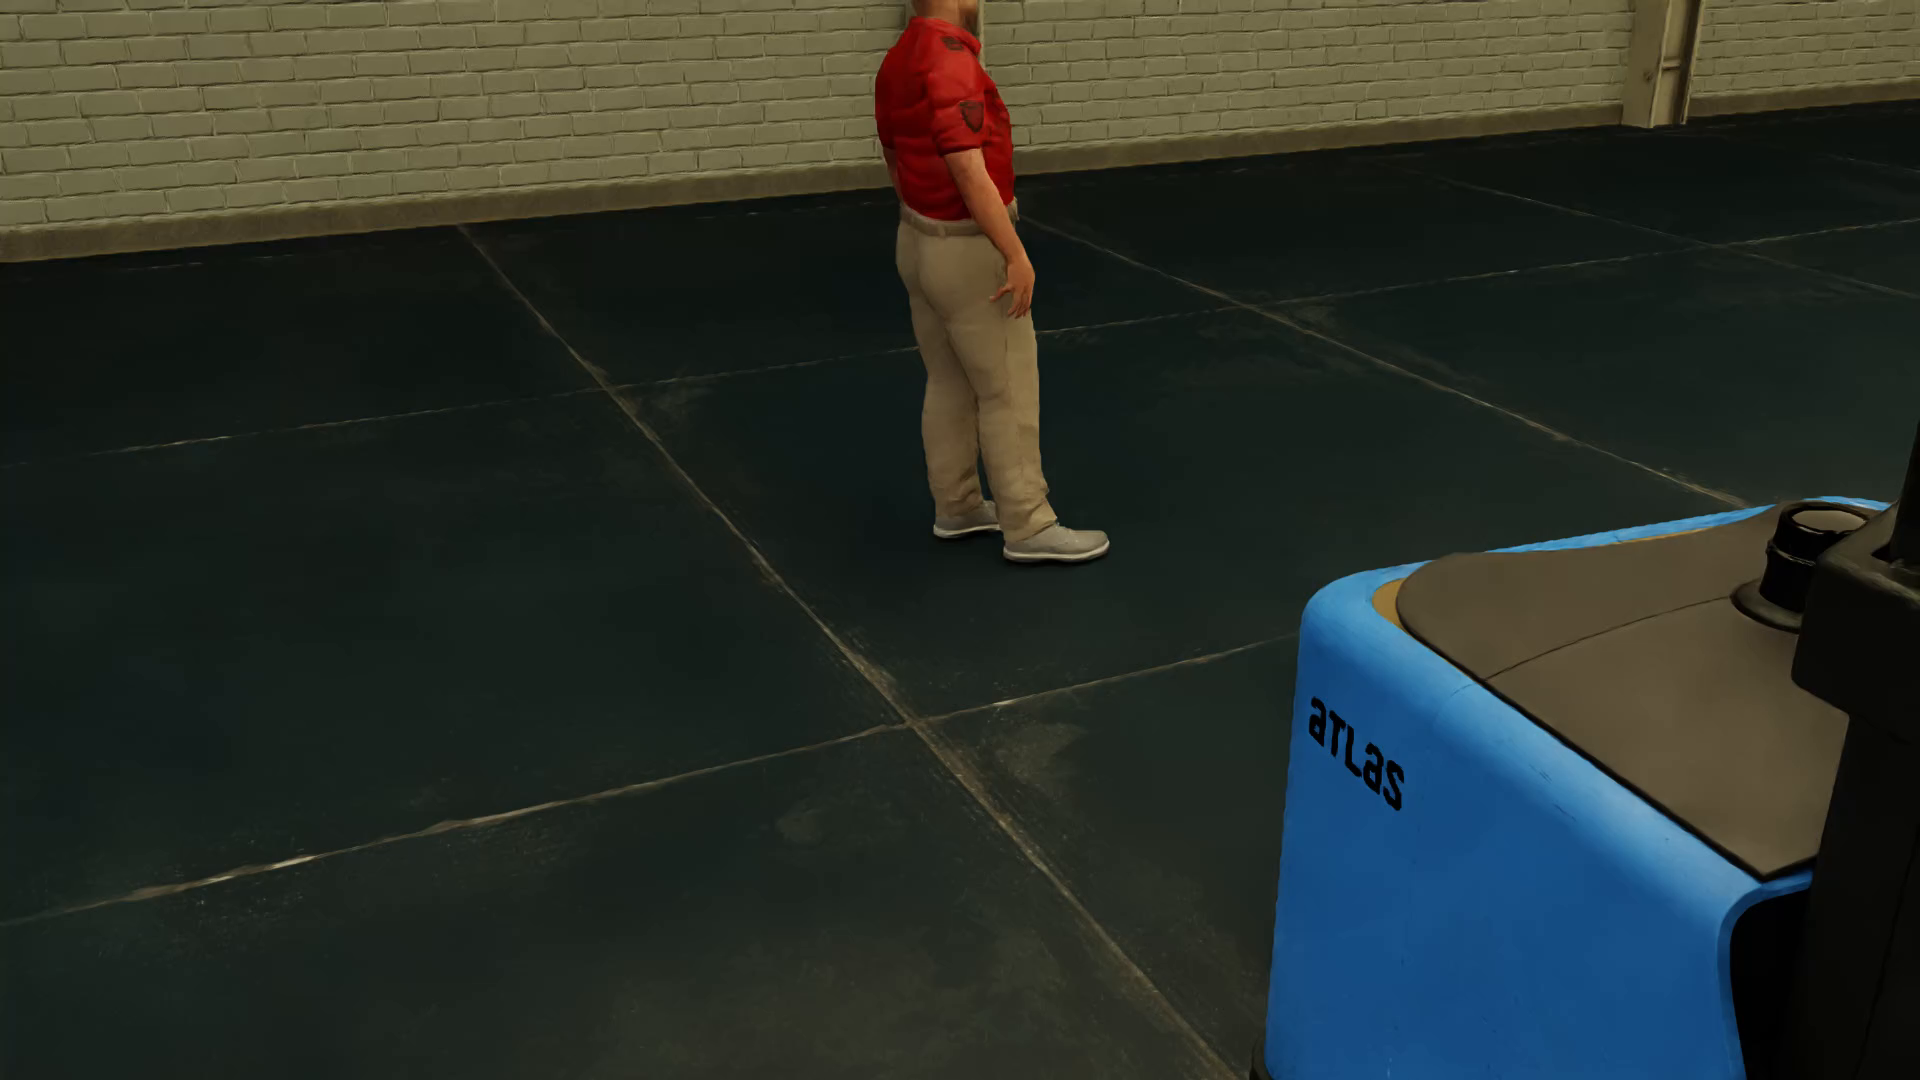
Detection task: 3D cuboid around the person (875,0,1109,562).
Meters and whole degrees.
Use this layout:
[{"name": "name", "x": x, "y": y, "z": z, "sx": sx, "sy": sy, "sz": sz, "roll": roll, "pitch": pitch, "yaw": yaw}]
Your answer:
[{"name": "person", "x": 0.086, "y": -0.816, "z": 4.797, "sx": 0.550, "sy": 1.727, "sz": 0.640, "roll": -10, "pitch": 25, "yaw": -23}]

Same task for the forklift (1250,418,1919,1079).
[{"name": "forklift", "x": 1.420, "y": 0.153, "z": 0.918, "sx": 1.130, "sy": 2.935, "sz": 3.031, "roll": -8, "pitch": 24, "yaw": -19}]
